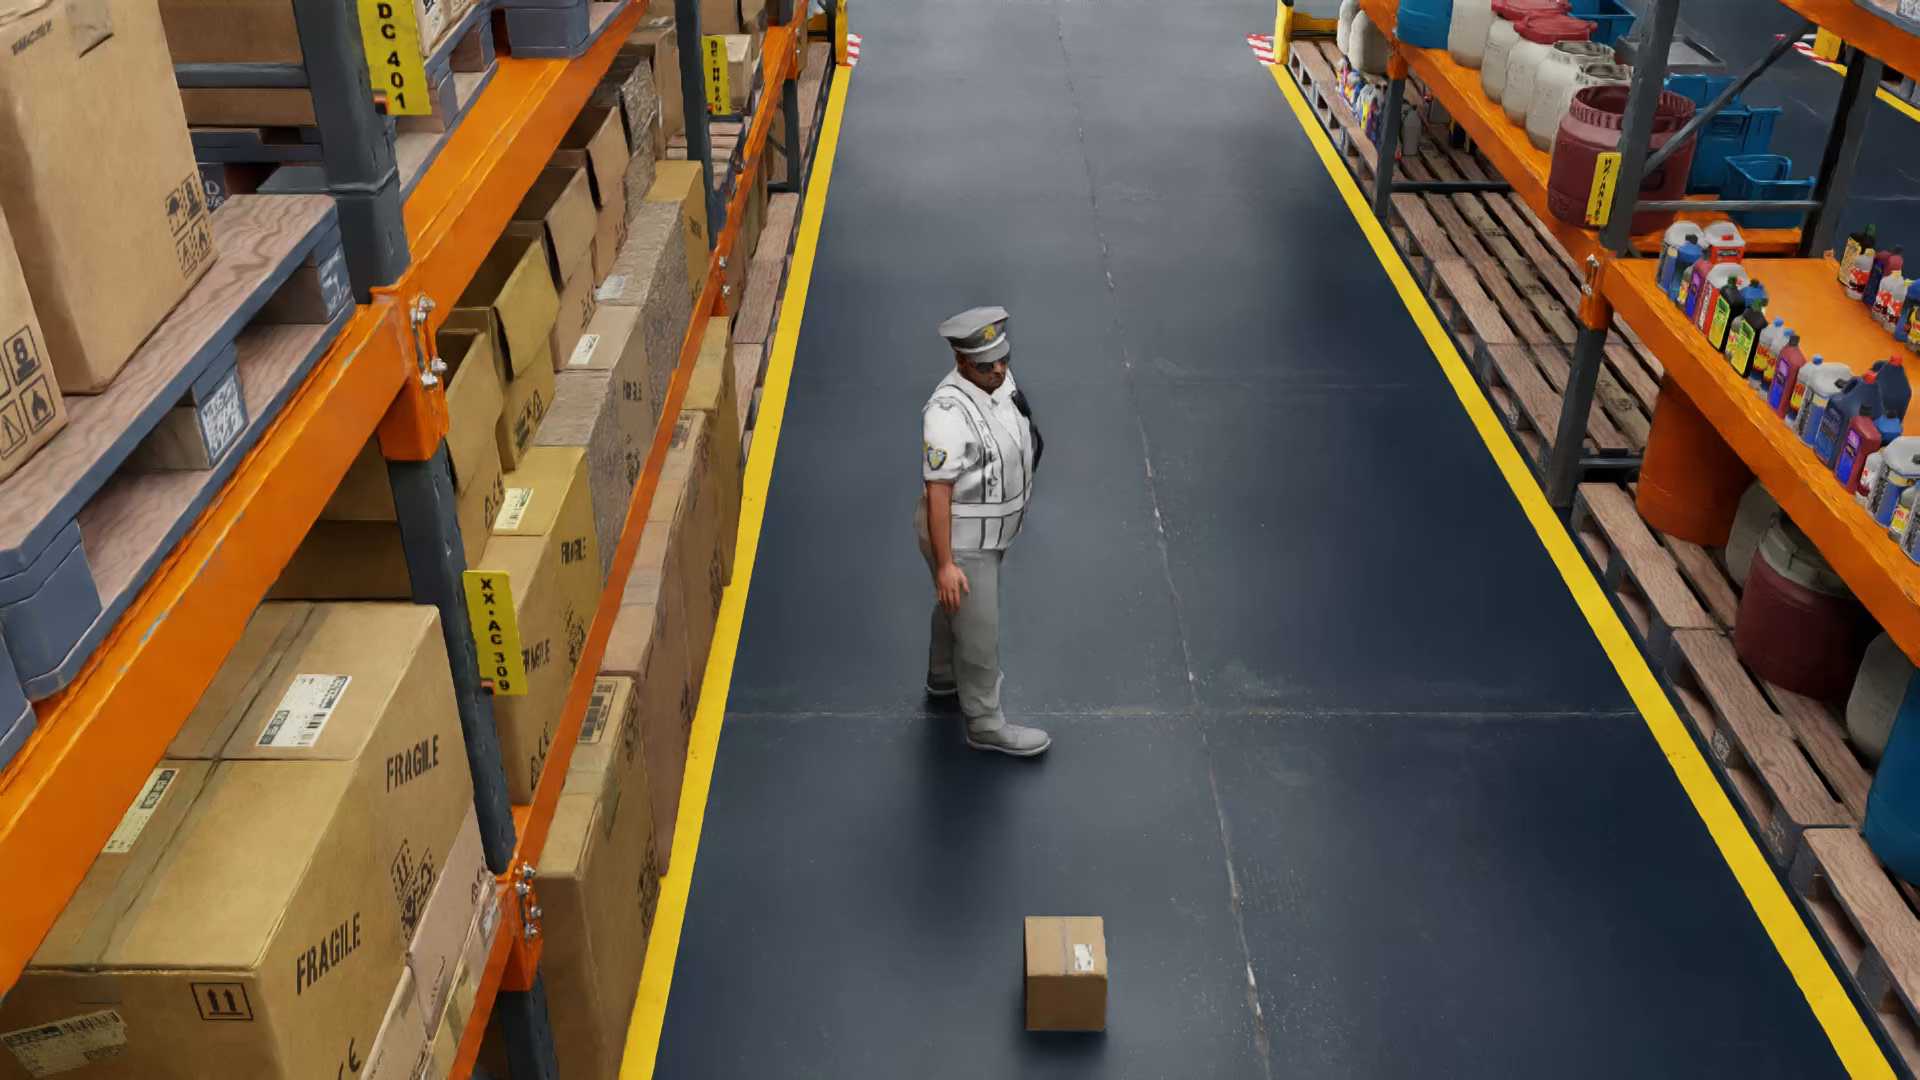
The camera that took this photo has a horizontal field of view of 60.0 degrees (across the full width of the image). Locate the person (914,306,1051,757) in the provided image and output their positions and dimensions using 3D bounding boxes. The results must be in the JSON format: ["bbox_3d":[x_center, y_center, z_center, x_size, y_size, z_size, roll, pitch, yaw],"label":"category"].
[{"bbox_3d":[0.101,-0.023,6.118,0.587,1.753,0.653,10,33,16],"label":"person"}]
